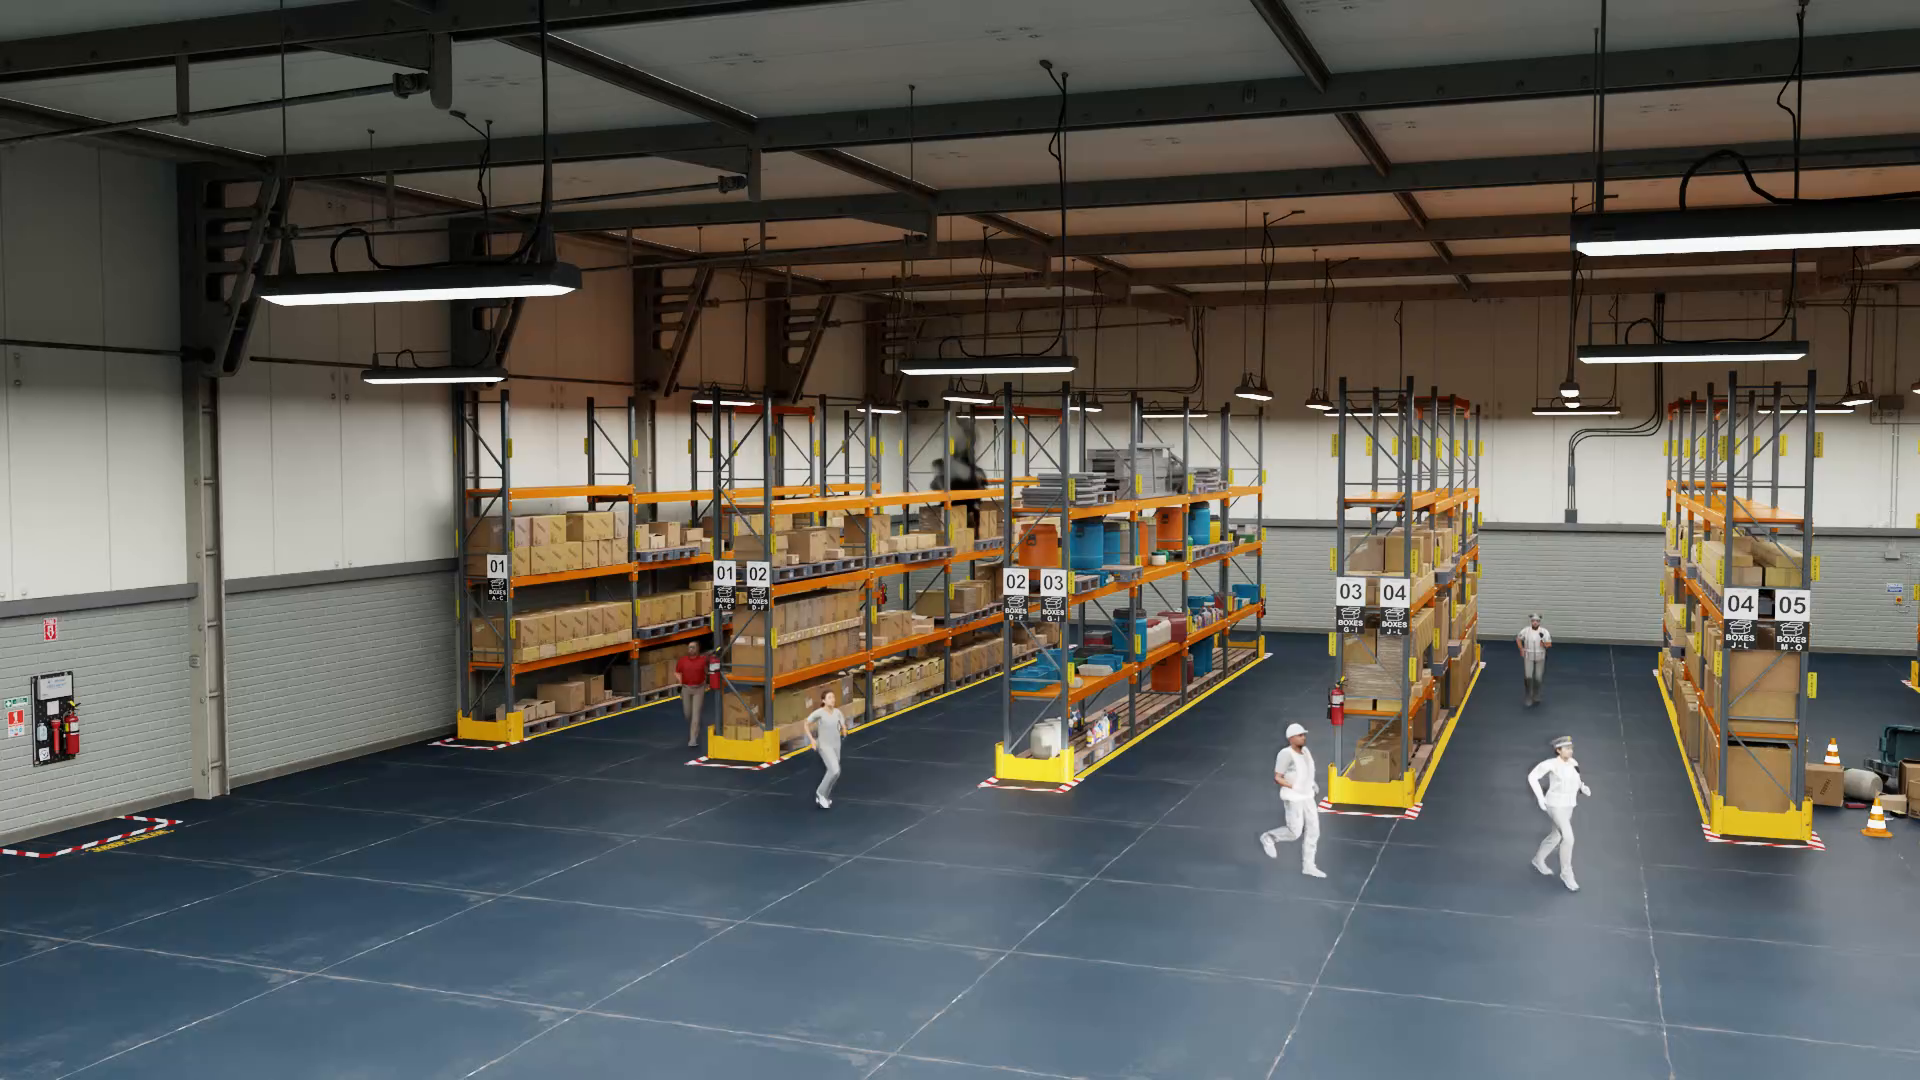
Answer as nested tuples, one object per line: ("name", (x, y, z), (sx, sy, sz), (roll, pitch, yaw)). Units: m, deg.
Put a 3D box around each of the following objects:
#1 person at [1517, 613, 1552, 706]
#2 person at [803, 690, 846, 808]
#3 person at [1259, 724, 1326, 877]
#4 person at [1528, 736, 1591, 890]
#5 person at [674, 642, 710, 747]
("person", (11.199, 2.348, 32.432), (0.640, 1.849, 0.724), (1, 3, 16))
("person", (-1.805, 2.895, 23.051), (0.546, 1.634, 0.643), (-3, 4, -43))
("person", (3.947, 3.042, 19.586), (0.666, 1.766, 0.878), (-3, 4, -43))
("person", (6.921, 3.111, 19.188), (0.600, 1.731, 0.751), (-2, 4, -31))
("person", (-4.520, 2.583, 28.238), (0.664, 1.725, 0.954), (0, 3, 3))
